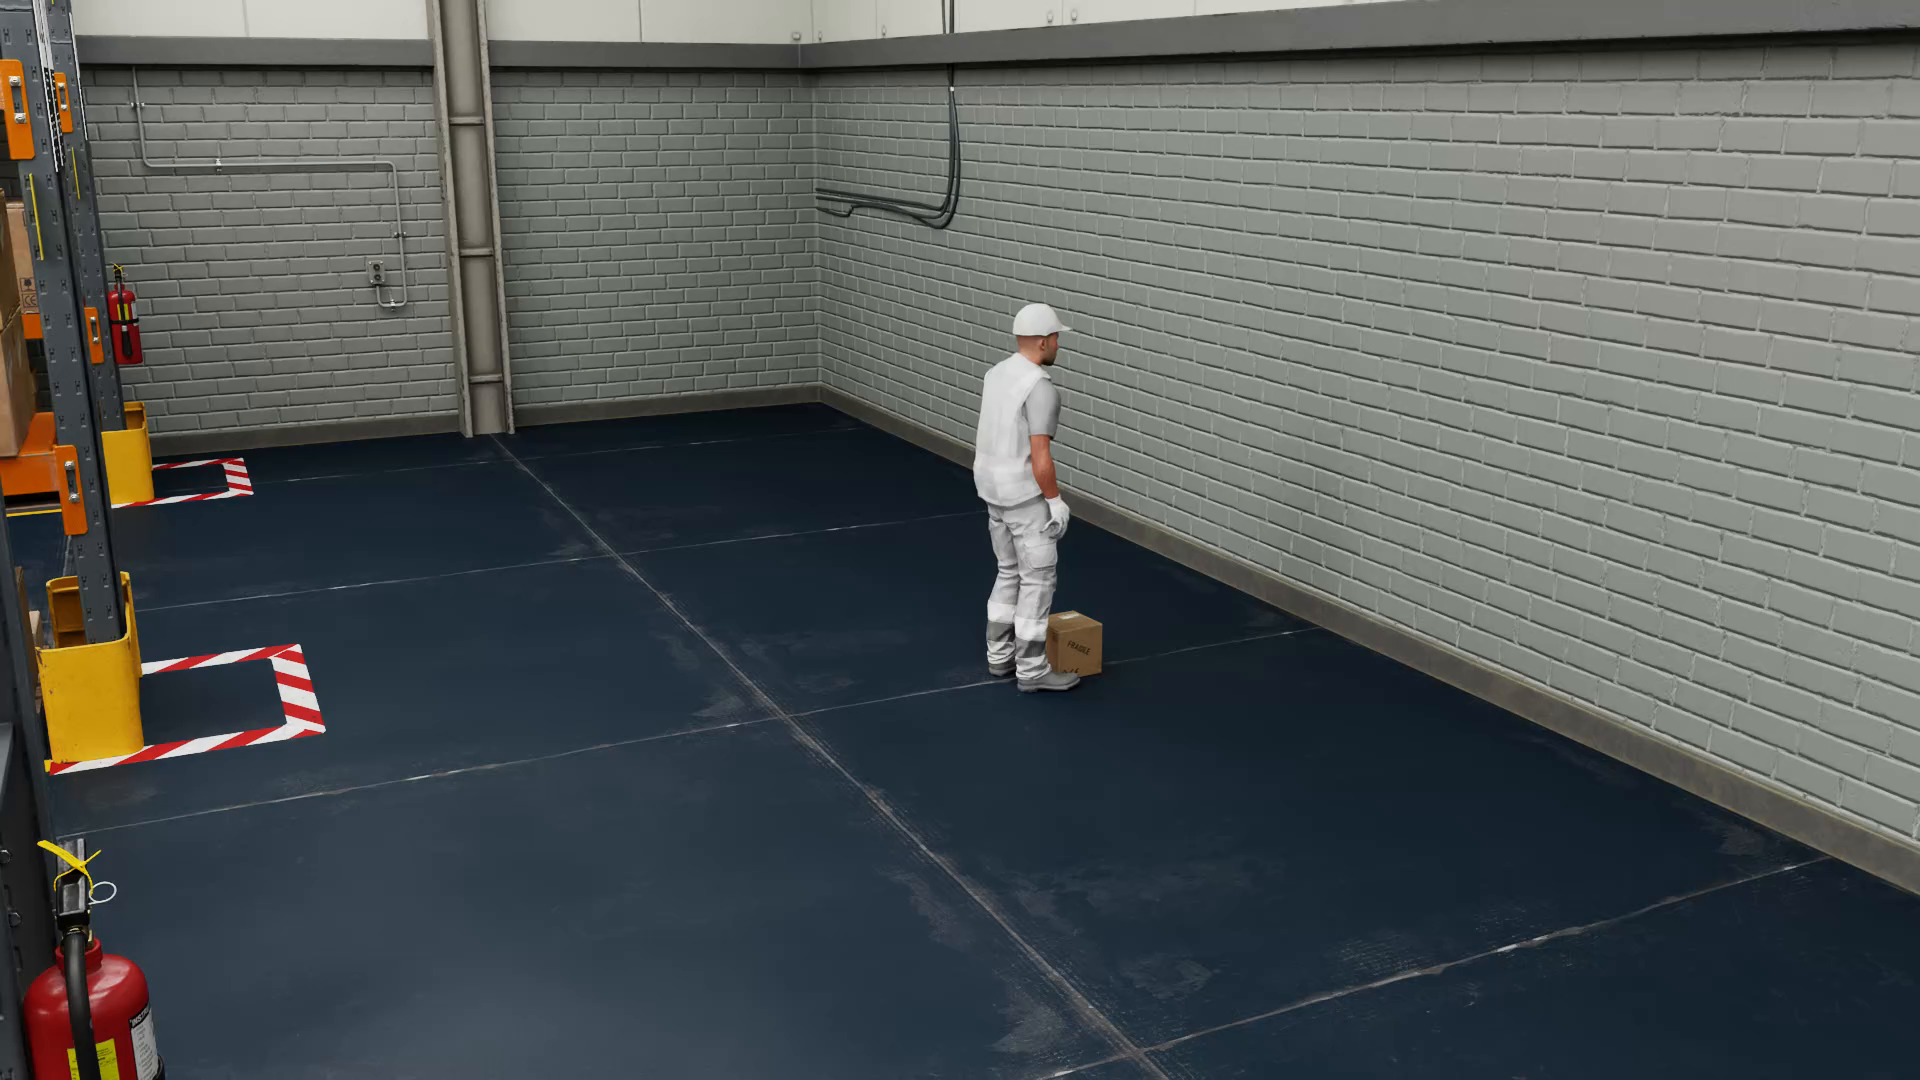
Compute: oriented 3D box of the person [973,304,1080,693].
[{"bbox_3d":[0.309,-0.202,7.739,0.449,1.780,0.607,-7,17,-25],"label":"person"}]
